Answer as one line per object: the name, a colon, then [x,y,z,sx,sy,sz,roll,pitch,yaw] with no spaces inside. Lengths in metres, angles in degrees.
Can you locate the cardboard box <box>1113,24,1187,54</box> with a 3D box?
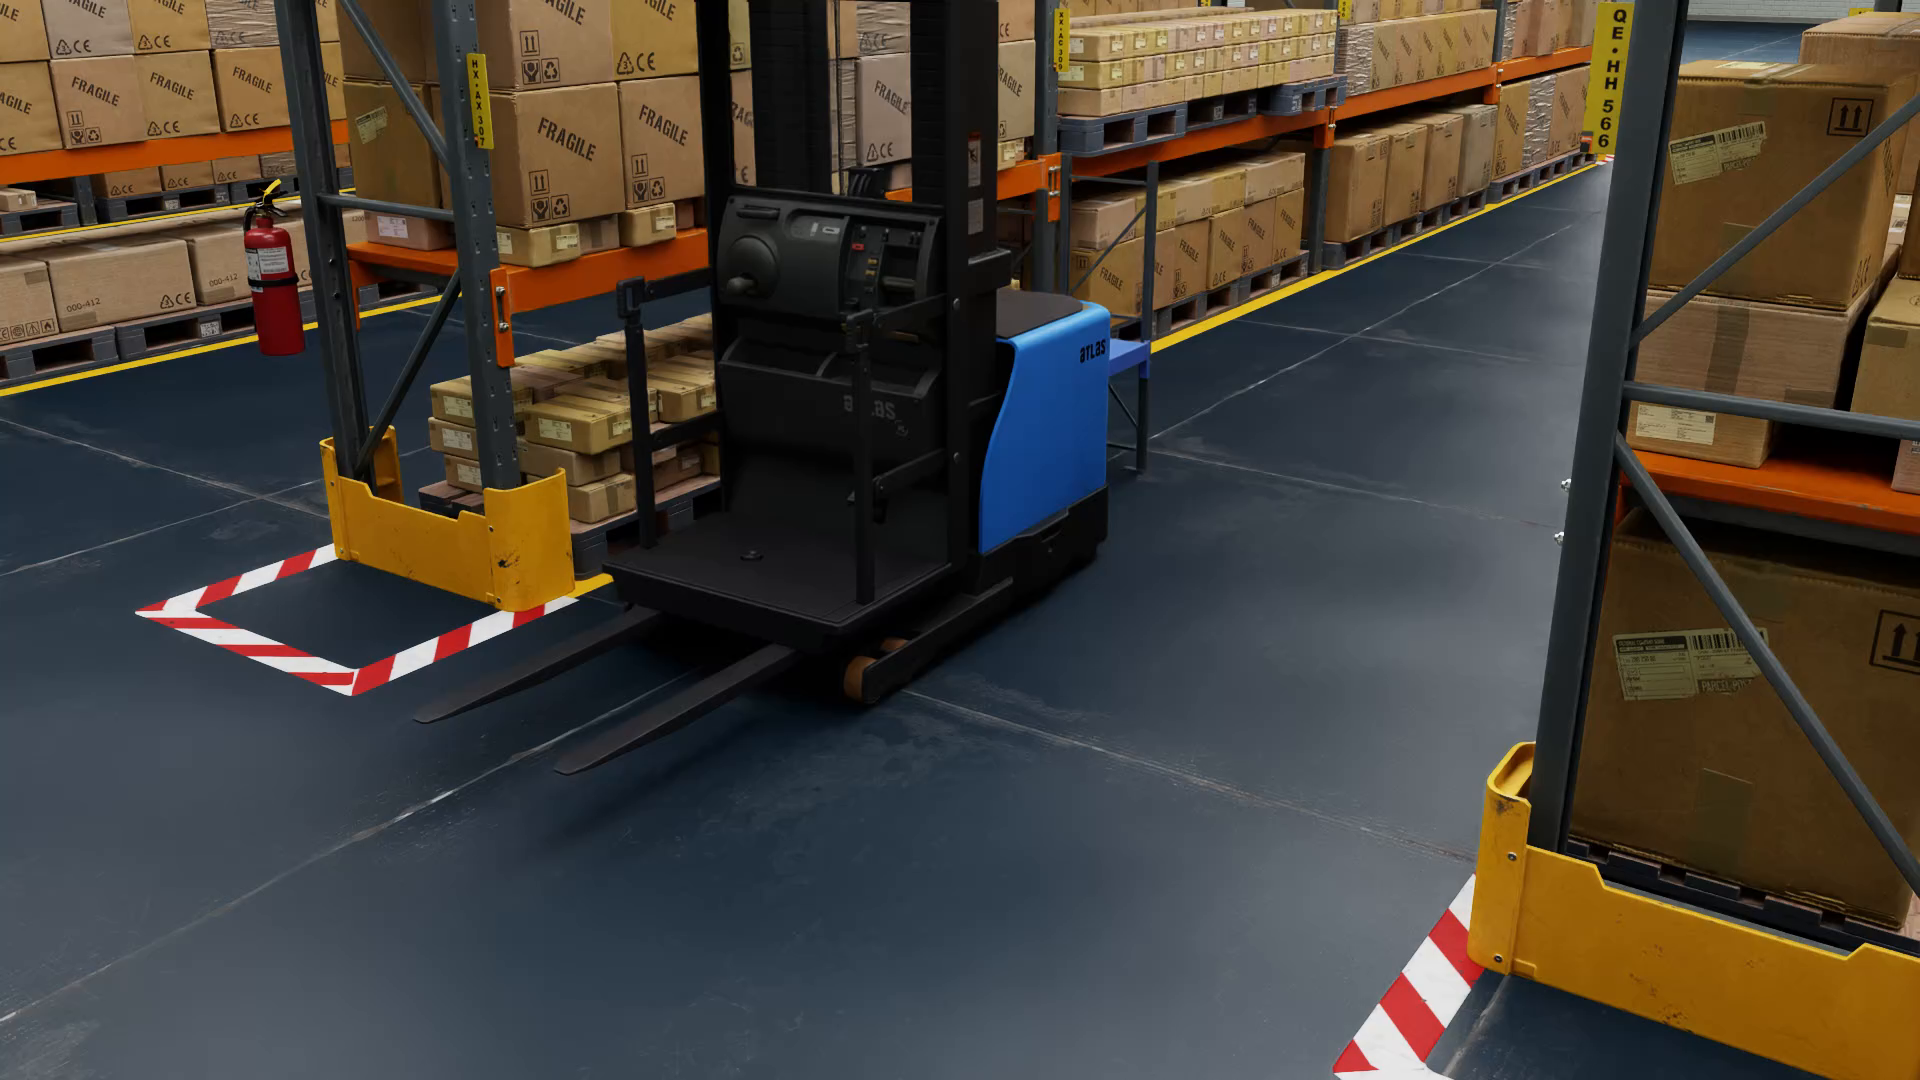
cardboard box: [1.137,-3.010,9.979,0.380,0.149,0.250,13,24,31]

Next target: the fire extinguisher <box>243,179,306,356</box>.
fire extinguisher: [-2.677,-1.062,6.462,0.296,0.674,0.183,13,24,32]

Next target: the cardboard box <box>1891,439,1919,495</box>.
cardboard box: [2.364,-0.179,3.788,0.380,0.149,0.250,14,24,32]

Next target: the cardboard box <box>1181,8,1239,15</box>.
cardboard box: [1.774,-3.737,11.943,0.380,0.149,0.250,13,24,30]

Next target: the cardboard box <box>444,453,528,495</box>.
cardboard box: [-2.031,-0.307,7.276,0.380,0.149,0.250,14,24,33]

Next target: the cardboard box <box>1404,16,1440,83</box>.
cardboard box: [3.668,-4.108,13.902,0.500,0.500,0.500,13,24,31]

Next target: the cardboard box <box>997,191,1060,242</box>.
cardboard box: [0.304,-2.043,10.381,0.500,0.250,0.500,13,24,30]

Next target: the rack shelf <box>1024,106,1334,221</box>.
rack shelf: [1.219,-2.640,11.115,1.077,0.370,4.000,13,24,32]

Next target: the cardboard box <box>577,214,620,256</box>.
cardboard box: [-1.592,-1.248,6.678,0.380,0.149,0.250,14,25,34]

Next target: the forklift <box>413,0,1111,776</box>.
forklift: [-0.592,-0.994,5.726,1.130,2.935,3.031,13,24,31]

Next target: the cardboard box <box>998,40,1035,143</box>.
cardboard box: [0.056,-2.396,8.846,0.500,0.500,0.500,13,24,32]

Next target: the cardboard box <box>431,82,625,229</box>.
cardboard box: [-1.673,-1.517,6.470,0.500,0.500,0.500,15,25,34]

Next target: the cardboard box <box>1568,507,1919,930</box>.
cardboard box: [2.185,0.341,4.477,0.875,0.875,0.875,13,24,32]

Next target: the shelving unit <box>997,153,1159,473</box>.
shelving unit: [0.423,-0.937,7.637,0.538,1.500,1.048,13,24,31]

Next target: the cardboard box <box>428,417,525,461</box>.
cardboard box: [-2.093,-0.462,7.266,0.380,0.149,0.250,13,24,30]

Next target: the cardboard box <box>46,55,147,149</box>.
cardboard box: [-5.235,-2.614,9.864,0.500,0.500,0.500,13,24,32]

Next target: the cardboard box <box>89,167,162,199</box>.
cardboard box: [-7.705,-3.426,15.202,0.500,0.500,0.500,15,25,34]

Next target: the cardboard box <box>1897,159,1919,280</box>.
cardboard box: [2.665,-0.909,4.105,0.500,0.500,0.500,13,24,31]

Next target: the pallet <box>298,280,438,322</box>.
pallet: [-4.548,-1.829,11.906,1.003,0.211,1.213,13,24,32]

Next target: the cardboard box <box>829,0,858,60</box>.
cardboard box: [-0.809,-2.426,7.486,0.500,0.500,0.500,12,24,30]

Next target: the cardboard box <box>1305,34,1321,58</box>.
cardboard box: [2.293,-3.462,11.630,0.380,0.149,0.250,14,25,34]

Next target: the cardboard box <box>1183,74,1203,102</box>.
cardboard box: [1.276,-2.803,10.275,0.380,0.149,0.250,12,23,29]

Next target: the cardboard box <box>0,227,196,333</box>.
cardboard box: [-5.509,-1.661,10.518,0.875,0.438,0.875,14,25,33]

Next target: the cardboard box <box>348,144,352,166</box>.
cardboard box: [-6.265,-4.174,17.224,0.500,0.500,0.500,13,24,31]

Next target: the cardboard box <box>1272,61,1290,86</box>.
cardboard box: [2.018,-3.184,11.305,0.380,0.149,0.250,13,24,31]

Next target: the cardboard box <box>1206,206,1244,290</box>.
cardboard box: [1.611,-2.033,11.435,0.500,0.500,0.500,12,23,29]

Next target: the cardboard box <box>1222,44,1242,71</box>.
cardboard box: [1.574,-3.095,10.636,0.380,0.149,0.250,13,24,31]

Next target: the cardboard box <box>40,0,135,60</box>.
cardboard box: [-5.232,-3.089,9.707,0.500,0.500,0.500,13,24,31]

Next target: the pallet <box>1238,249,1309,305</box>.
pallet: [1.903,-2.019,12.420,1.003,0.211,1.213,13,24,32]

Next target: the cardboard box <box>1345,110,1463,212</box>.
cardboard box: [3.772,-3.369,14.687,1.050,0.750,0.750,13,24,32]

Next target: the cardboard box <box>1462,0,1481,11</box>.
cardboard box: [4.317,-5.071,15.065,0.700,0.500,0.500,13,24,31]

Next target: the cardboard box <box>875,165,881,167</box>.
cardboard box: [-0.607,-1.782,8.122,0.380,0.149,0.250,13,24,31]

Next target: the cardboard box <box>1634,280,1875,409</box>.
cardboard box: [1.944,-0.520,4.133,0.500,0.250,0.500,13,24,31]

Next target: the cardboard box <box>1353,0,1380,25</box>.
cardboard box: [2.887,-4.339,13.087,0.700,0.500,0.500,13,24,31]

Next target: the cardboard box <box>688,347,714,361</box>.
cardboard box: [-1.041,-0.794,7.734,0.380,0.149,0.250,14,25,34]

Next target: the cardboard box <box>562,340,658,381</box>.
cardboard box: [-1.639,-0.818,7.799,0.380,0.149,0.250,12,24,30]

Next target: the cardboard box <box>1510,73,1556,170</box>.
cardboard box: [5.507,-4.326,17.092,0.875,0.875,0.875,13,24,32]

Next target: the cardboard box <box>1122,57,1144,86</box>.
cardboard box: [0.840,-2.720,9.623,0.380,0.149,0.250,13,24,31]

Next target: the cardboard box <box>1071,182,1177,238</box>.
cardboard box: [1.026,-2.094,10.518,0.500,0.250,0.500,14,25,33]

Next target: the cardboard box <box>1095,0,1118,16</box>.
cardboard box: [1.475,-6.184,19.086,0.500,0.500,0.500,13,24,31]

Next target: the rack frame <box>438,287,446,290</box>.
rack frame: [-4.056,-3.340,11.971,1.000,3.000,0.127,13,24,32]

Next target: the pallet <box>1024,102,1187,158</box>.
pallet: [0.645,-2.504,9.989,1.003,0.211,1.213,13,24,32]

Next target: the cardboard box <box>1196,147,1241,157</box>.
cardboard box: [1.755,-2.777,12.365,0.500,0.250,0.500,12,23,29]

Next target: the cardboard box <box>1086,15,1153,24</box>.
cardboard box: [1.042,-3.366,10.941,0.380,0.149,0.250,13,24,31]

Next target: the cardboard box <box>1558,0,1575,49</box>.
cardboard box: [5.959,-5.503,17.603,0.875,0.550,0.550,13,24,32]

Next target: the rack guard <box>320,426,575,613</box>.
rack guard: [-2.111,-0.105,6.829,1.175,0.500,0.348,13,24,32]

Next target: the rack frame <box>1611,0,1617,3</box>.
rack frame: [6.840,-5.847,18.747,1.000,3.000,0.127,13,24,32]

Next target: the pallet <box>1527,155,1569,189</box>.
pallet: [5.769,-3.945,17.627,1.003,0.211,1.213,13,24,32]

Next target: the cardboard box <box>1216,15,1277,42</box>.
cardboard box: [1.869,-3.387,10.998,0.380,0.149,0.250,13,24,32]

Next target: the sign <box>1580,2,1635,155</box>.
sign: [1.450,-1.024,3.698,0.100,0.325,0.005,13,24,32]
